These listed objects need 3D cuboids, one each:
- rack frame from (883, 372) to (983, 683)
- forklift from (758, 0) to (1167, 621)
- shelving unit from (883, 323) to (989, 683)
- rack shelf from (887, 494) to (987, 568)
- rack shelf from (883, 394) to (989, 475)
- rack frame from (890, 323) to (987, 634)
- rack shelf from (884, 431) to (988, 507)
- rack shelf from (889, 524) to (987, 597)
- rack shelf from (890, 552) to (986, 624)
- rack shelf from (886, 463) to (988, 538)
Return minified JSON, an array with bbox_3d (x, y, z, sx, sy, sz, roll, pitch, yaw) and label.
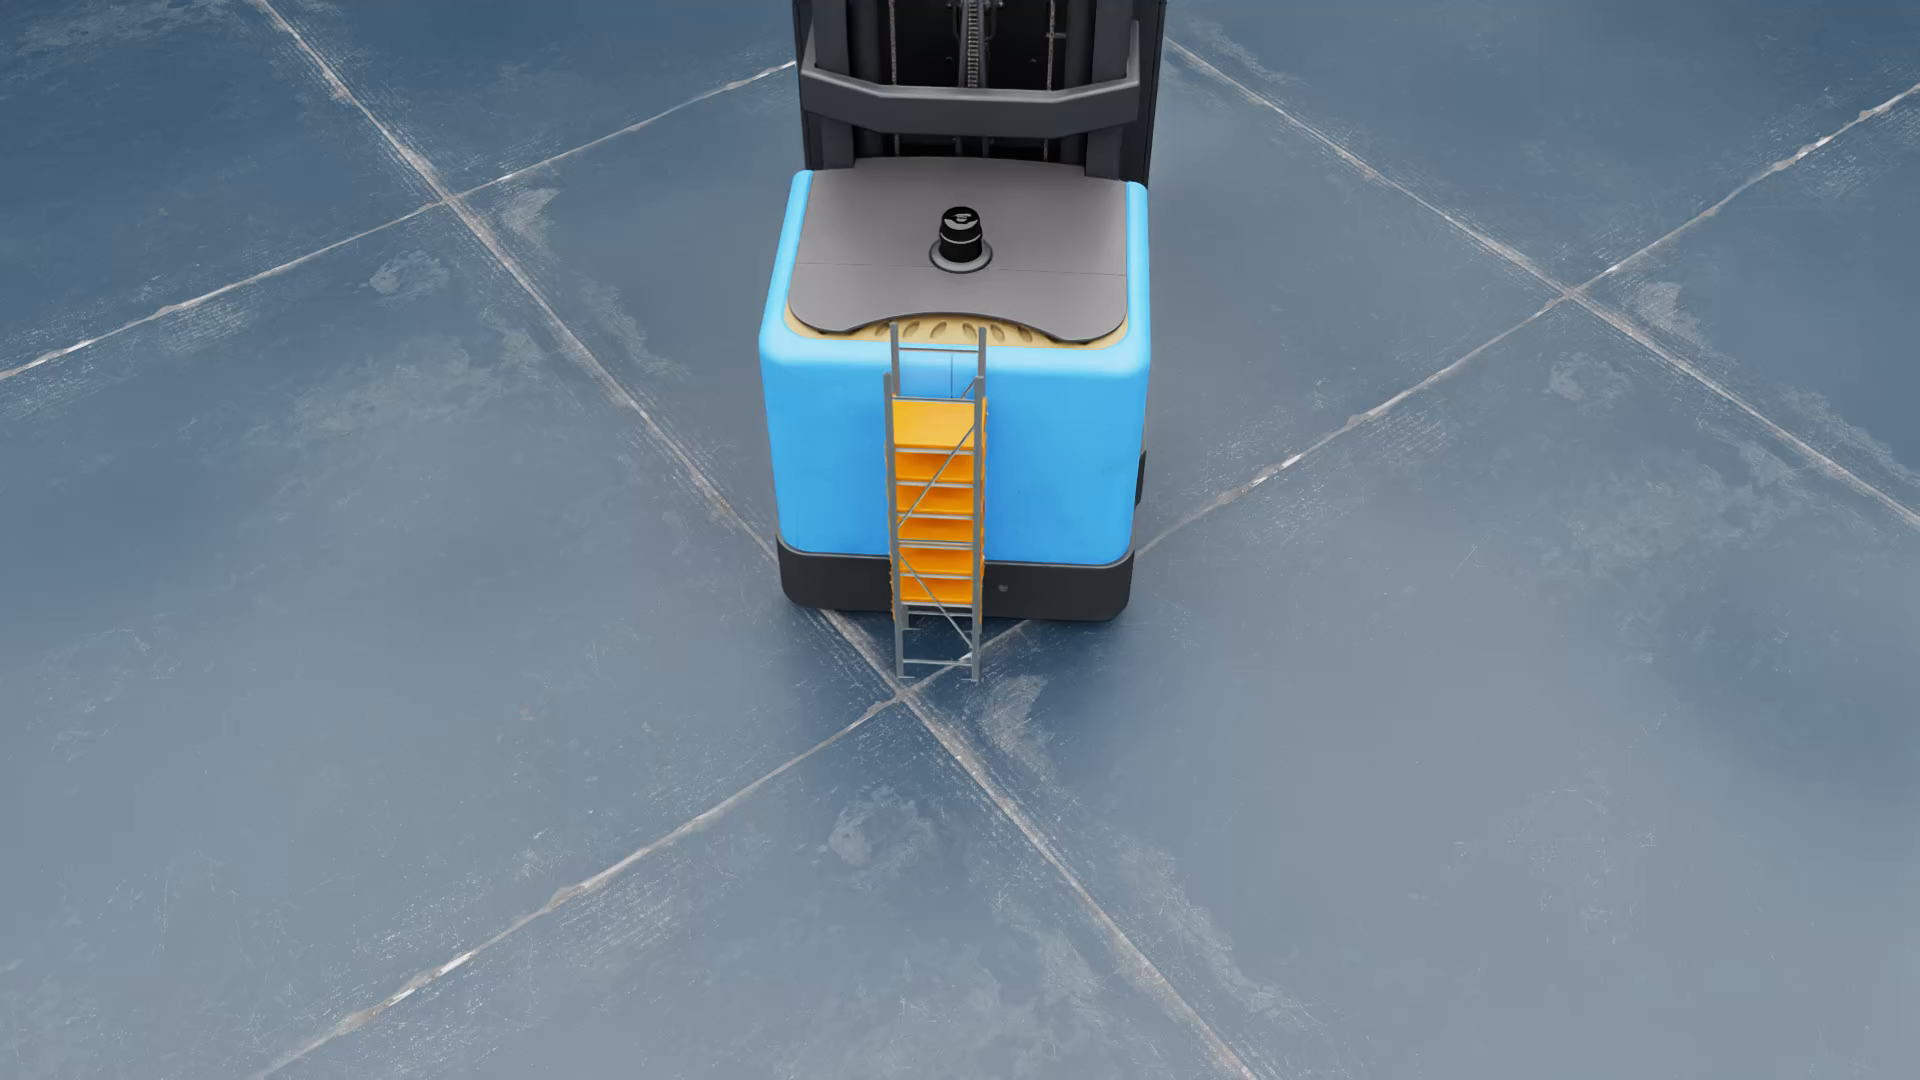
[{"bbox_3d":[-0.065,0.007,4.433,0.240,1.200,0.006,3,48,2],"label":"rack frame"},{"bbox_3d":[0.069,-1.833,4.933,1.130,2.935,3.031,3,48,2],"label":"forklift"},{"bbox_3d":[-0.060,-0.060,4.495,0.258,1.200,0.189,3,48,2],"label":"shelving unit"},{"bbox_3d":[-0.060,-0.030,4.528,0.258,0.103,0.180,3,48,2],"label":"rack shelf"},{"bbox_3d":[-0.060,-0.272,4.261,0.258,0.103,0.180,3,48,2],"label":"rack shelf"},{"bbox_3d":[-0.054,-0.128,4.556,0.240,1.200,0.006,3,48,2],"label":"rack frame"},{"bbox_3d":[-0.060,-0.192,4.350,0.258,0.103,0.180,3,48,2],"label":"rack shelf"},{"bbox_3d":[-0.060,0.050,4.617,0.258,0.103,0.180,3,48,2],"label":"rack shelf"},{"bbox_3d":[-0.060,0.131,4.706,0.258,0.103,0.180,3,48,2],"label":"rack shelf"},{"bbox_3d":[-0.060,-0.111,4.439,0.258,0.103,0.180,3,48,2],"label":"rack shelf"}]
